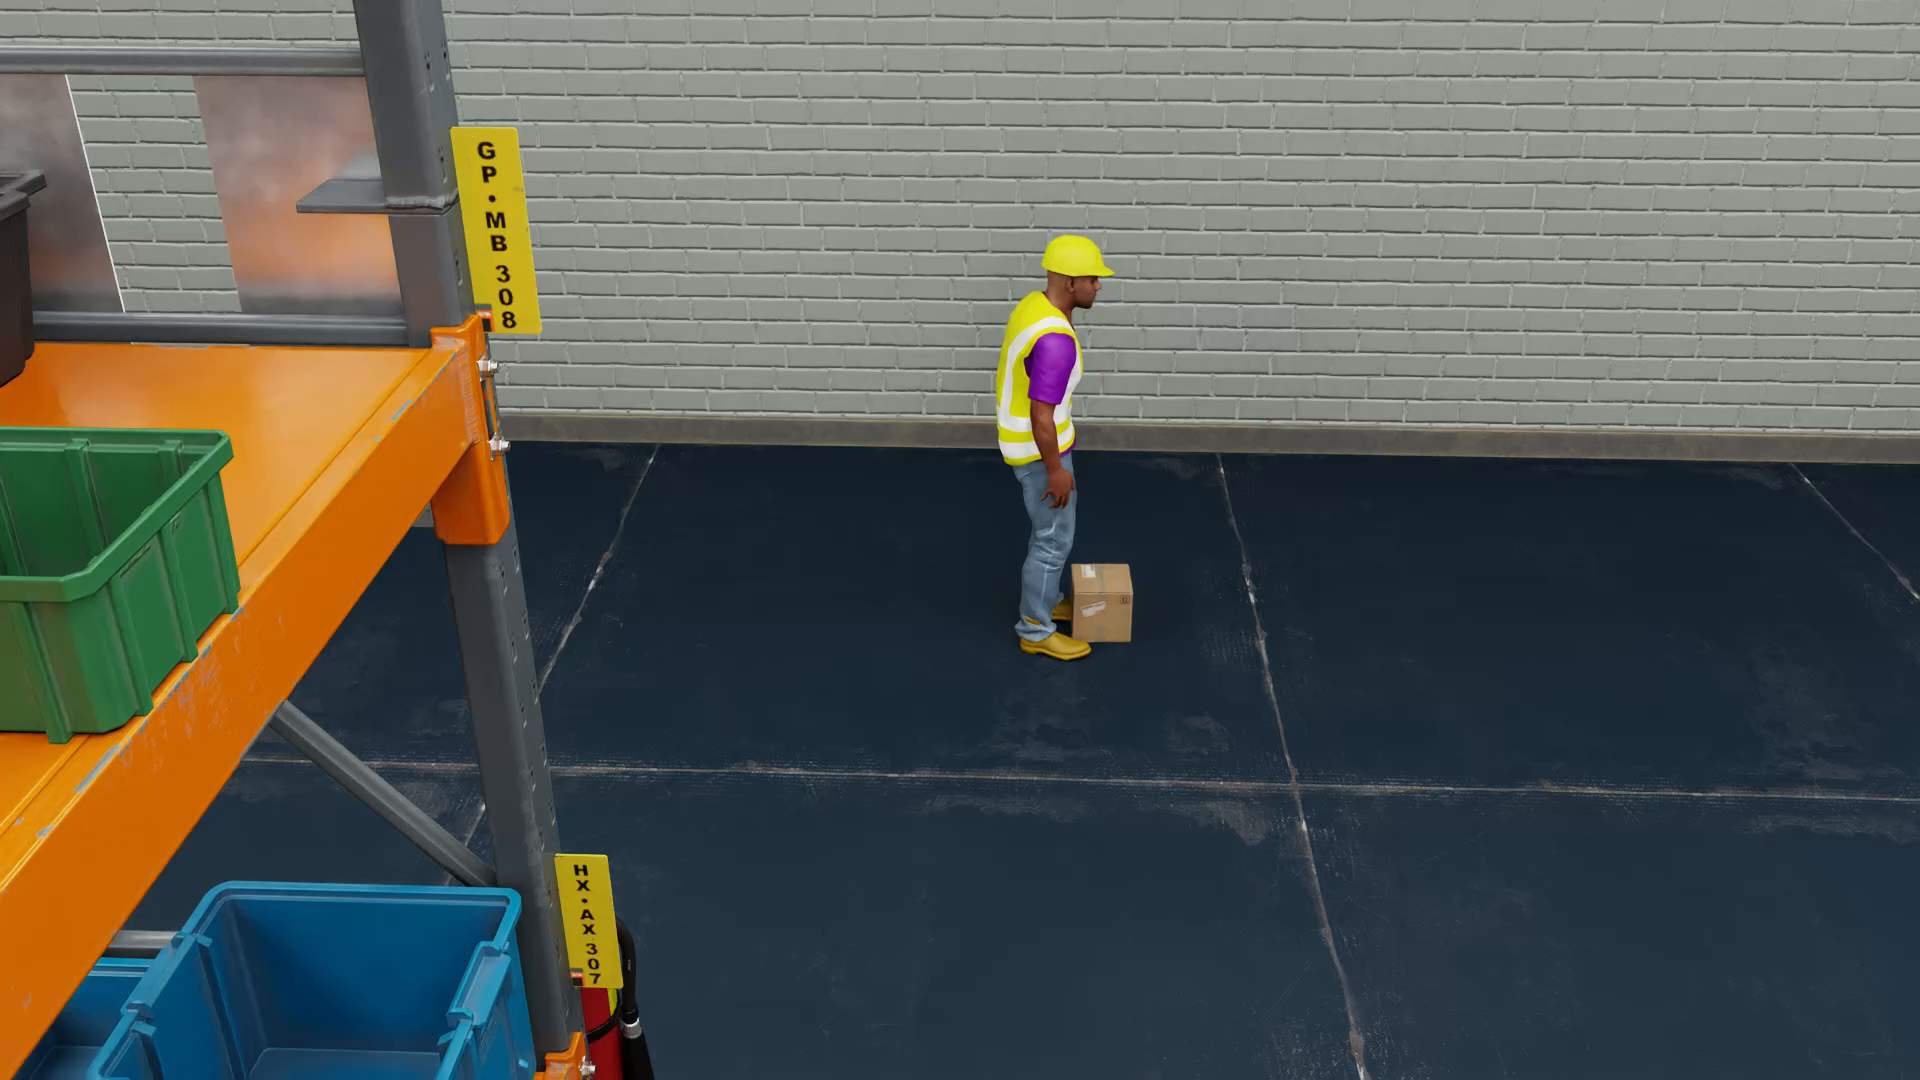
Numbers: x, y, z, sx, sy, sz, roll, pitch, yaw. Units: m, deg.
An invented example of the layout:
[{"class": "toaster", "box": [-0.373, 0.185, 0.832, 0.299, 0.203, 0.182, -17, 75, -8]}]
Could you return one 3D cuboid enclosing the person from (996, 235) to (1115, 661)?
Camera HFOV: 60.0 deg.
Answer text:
[{"class": "person", "box": [0.376, -0.393, 6.849, 0.463, 1.759, 0.624, 0, 28, 0]}]
